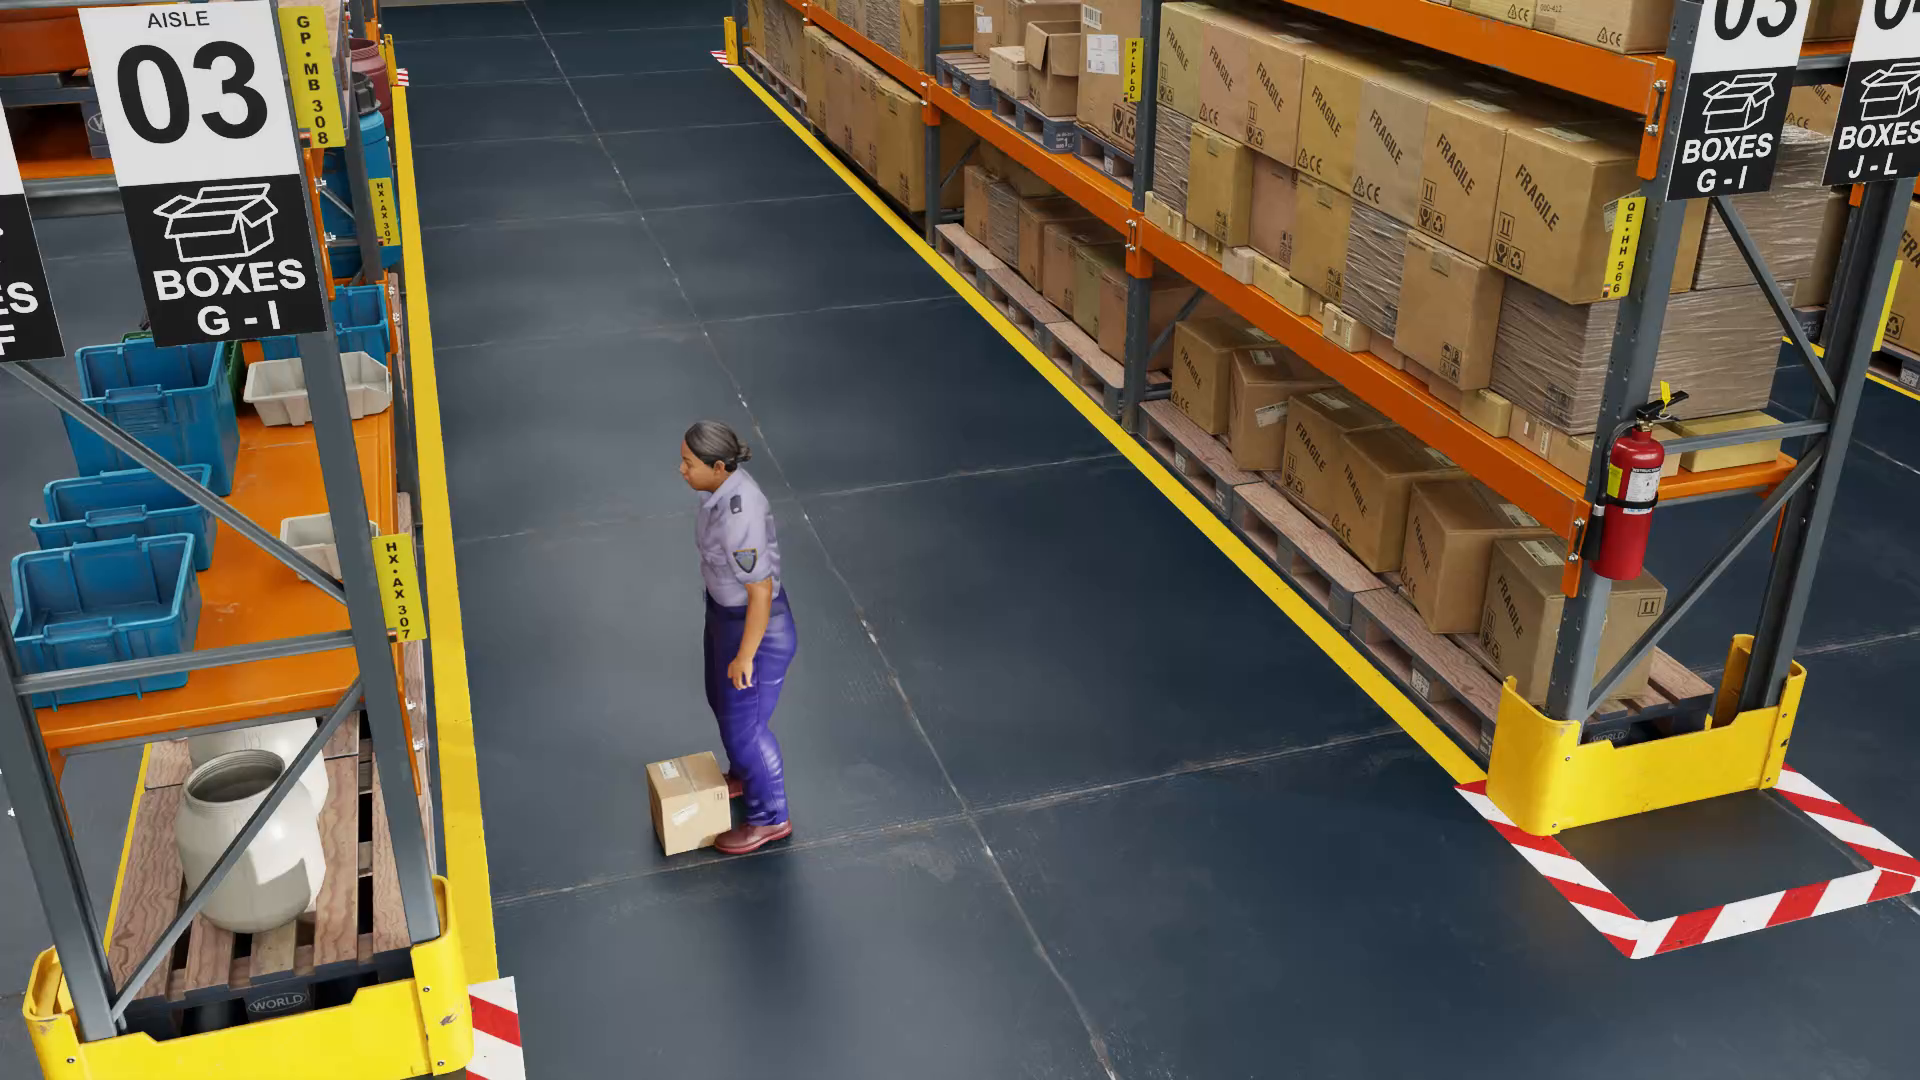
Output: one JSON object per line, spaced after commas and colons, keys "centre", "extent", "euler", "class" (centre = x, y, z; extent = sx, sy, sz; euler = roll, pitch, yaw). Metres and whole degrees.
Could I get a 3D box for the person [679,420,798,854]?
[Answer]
{"centre": [-0.790, 0.320, 5.981], "extent": [0.372, 1.652, 0.538], "euler": [-8, 28, -16], "class": "person"}
